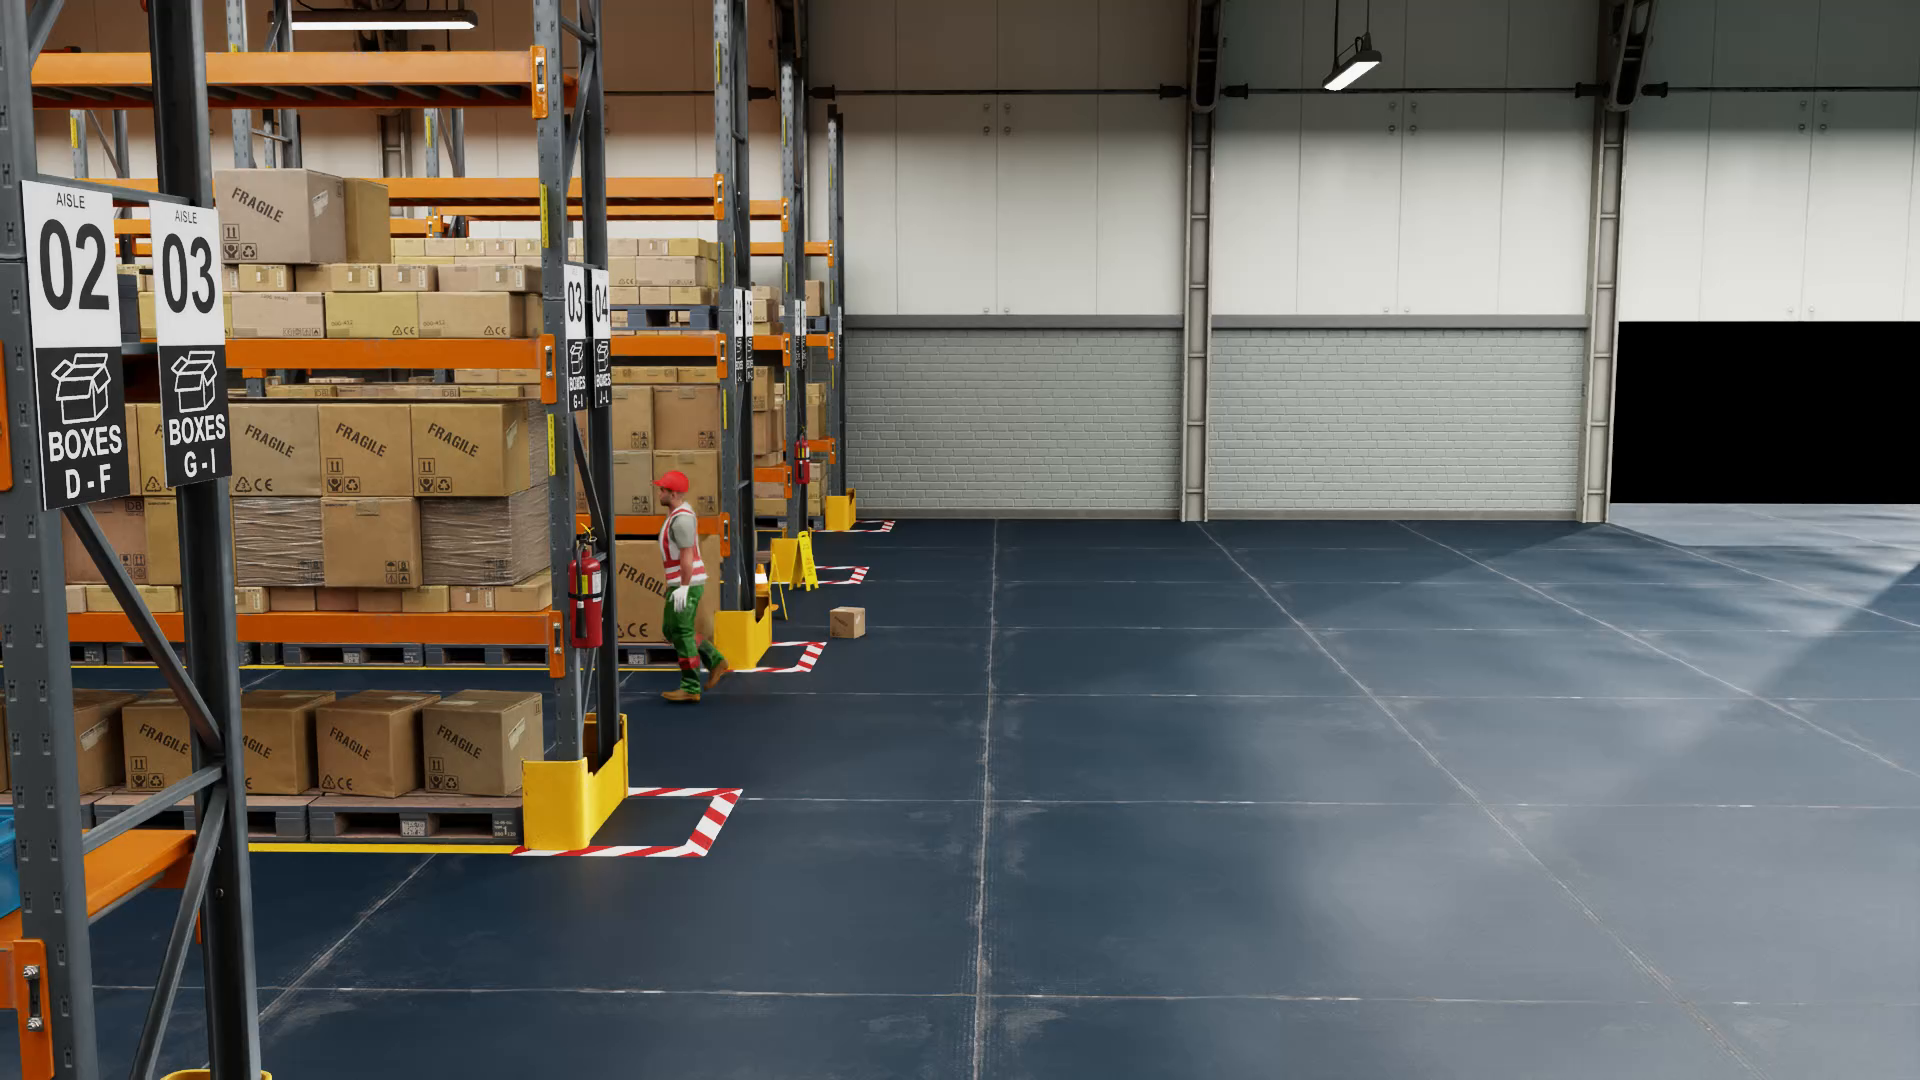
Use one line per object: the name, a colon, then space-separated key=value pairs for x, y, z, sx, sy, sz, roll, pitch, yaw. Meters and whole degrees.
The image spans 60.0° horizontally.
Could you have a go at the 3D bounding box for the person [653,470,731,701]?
person: x=-2.065 y=0.346 z=12.844 sx=0.567 sy=1.777 sz=0.578 roll=-1 pitch=7 yaw=-10
